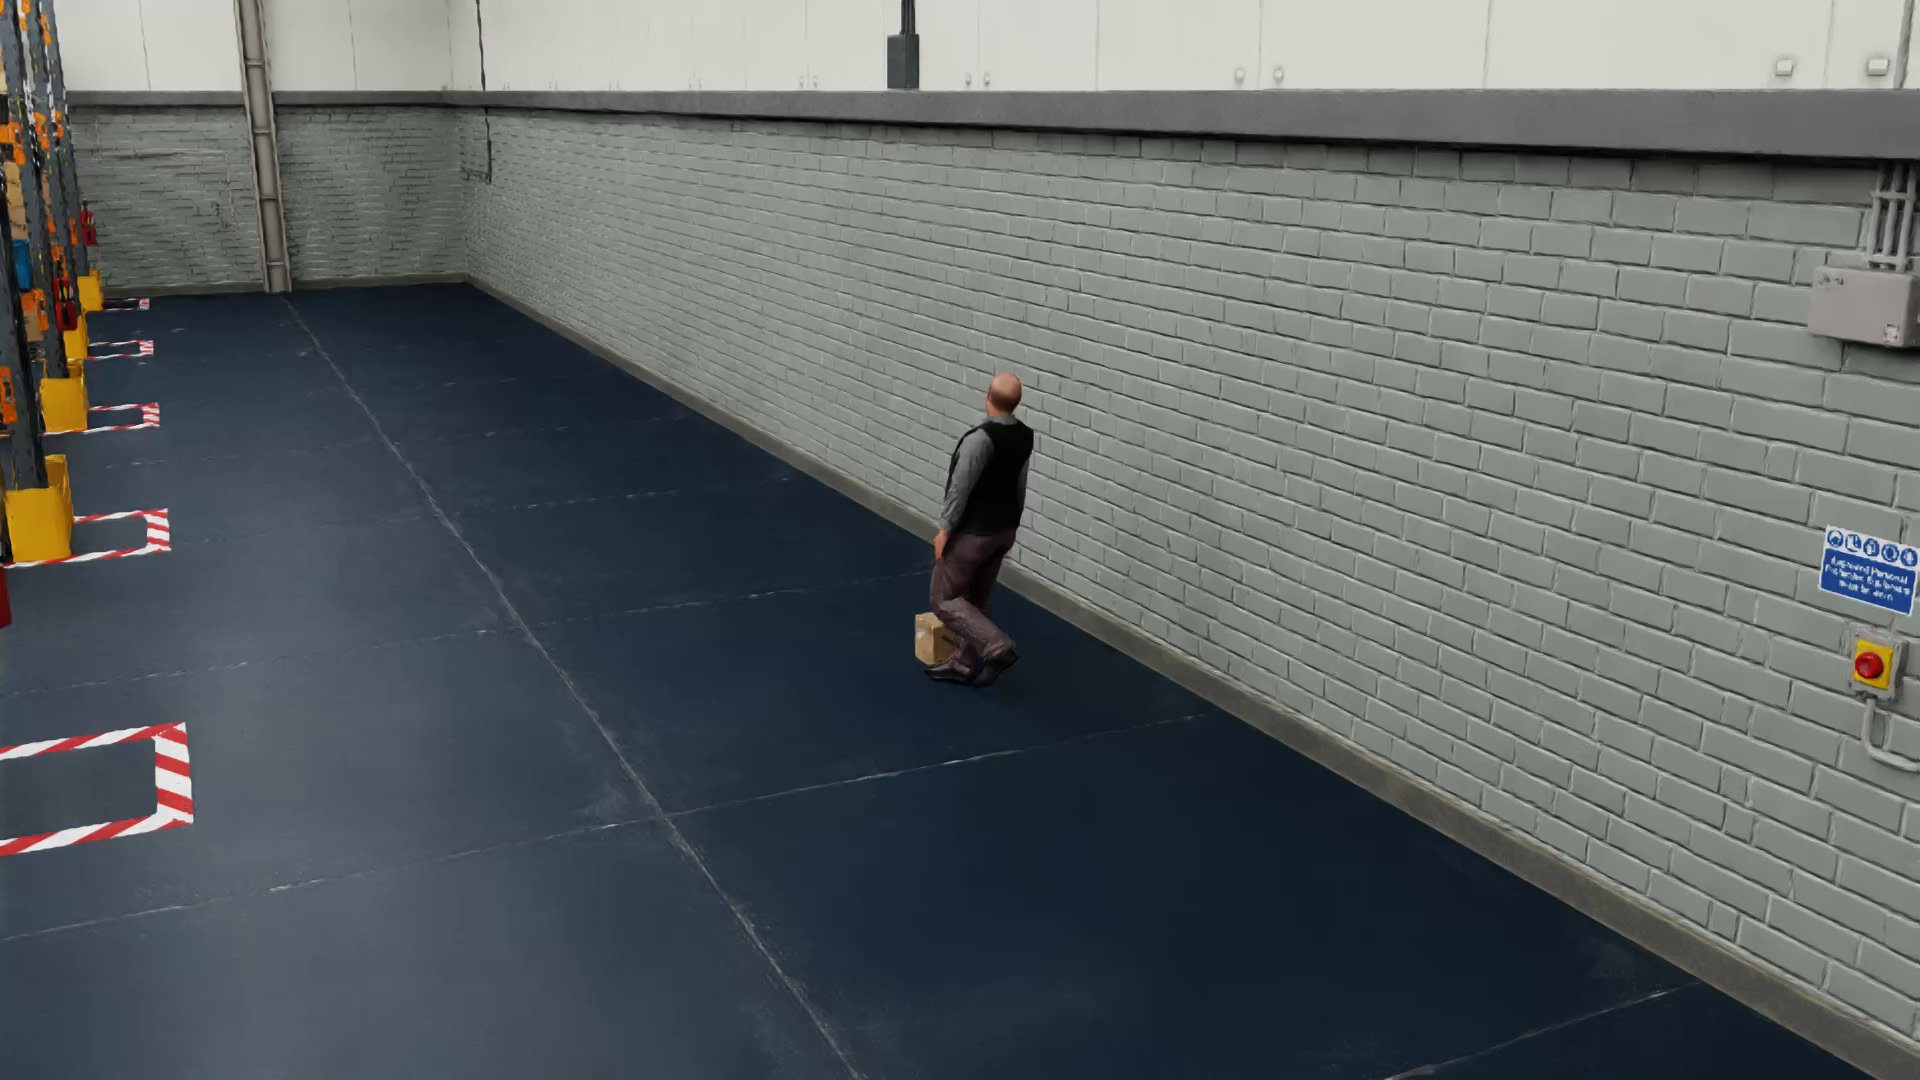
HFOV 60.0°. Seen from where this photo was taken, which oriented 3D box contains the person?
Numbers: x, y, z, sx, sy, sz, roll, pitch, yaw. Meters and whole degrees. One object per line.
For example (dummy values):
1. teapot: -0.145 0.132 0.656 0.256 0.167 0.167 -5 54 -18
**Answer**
1. person: 0.094 -0.038 8.729 0.677 1.703 0.574 11 19 35
